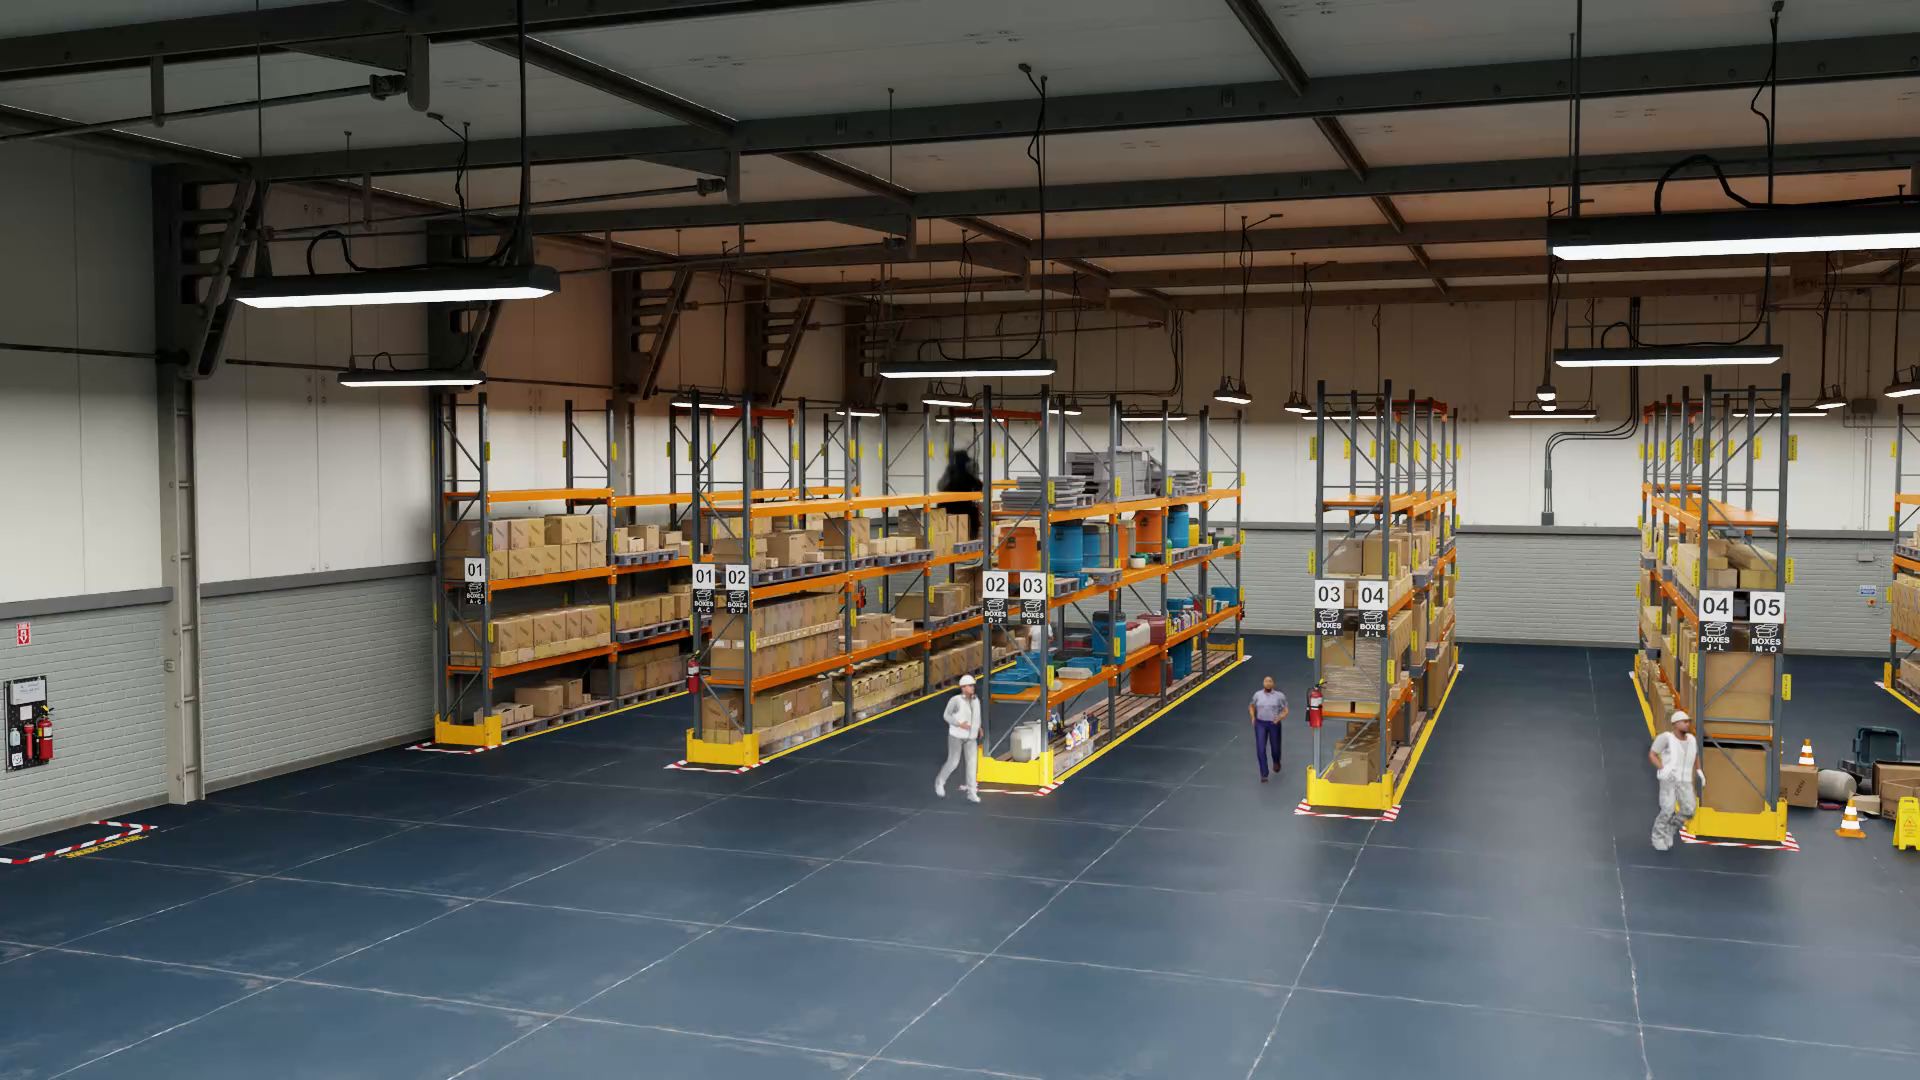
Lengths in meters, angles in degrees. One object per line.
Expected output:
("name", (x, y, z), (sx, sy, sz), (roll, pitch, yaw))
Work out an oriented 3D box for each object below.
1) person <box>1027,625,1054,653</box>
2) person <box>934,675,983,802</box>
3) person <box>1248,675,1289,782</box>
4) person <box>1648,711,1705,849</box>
("person", (1.683, 2.308, 35.026), (0.579, 1.655, 0.678), (1, 3, 11))
("person", (0.084, 2.824, 23.879), (0.700, 1.769, 0.895), (-2, 4, -34))
("person", (4.691, 2.853, 25.333), (0.611, 1.598, 0.664), (1, 3, 16))
("person", (9.014, 3.020, 20.826), (0.759, 1.732, 0.507), (-1, 3, -10))
